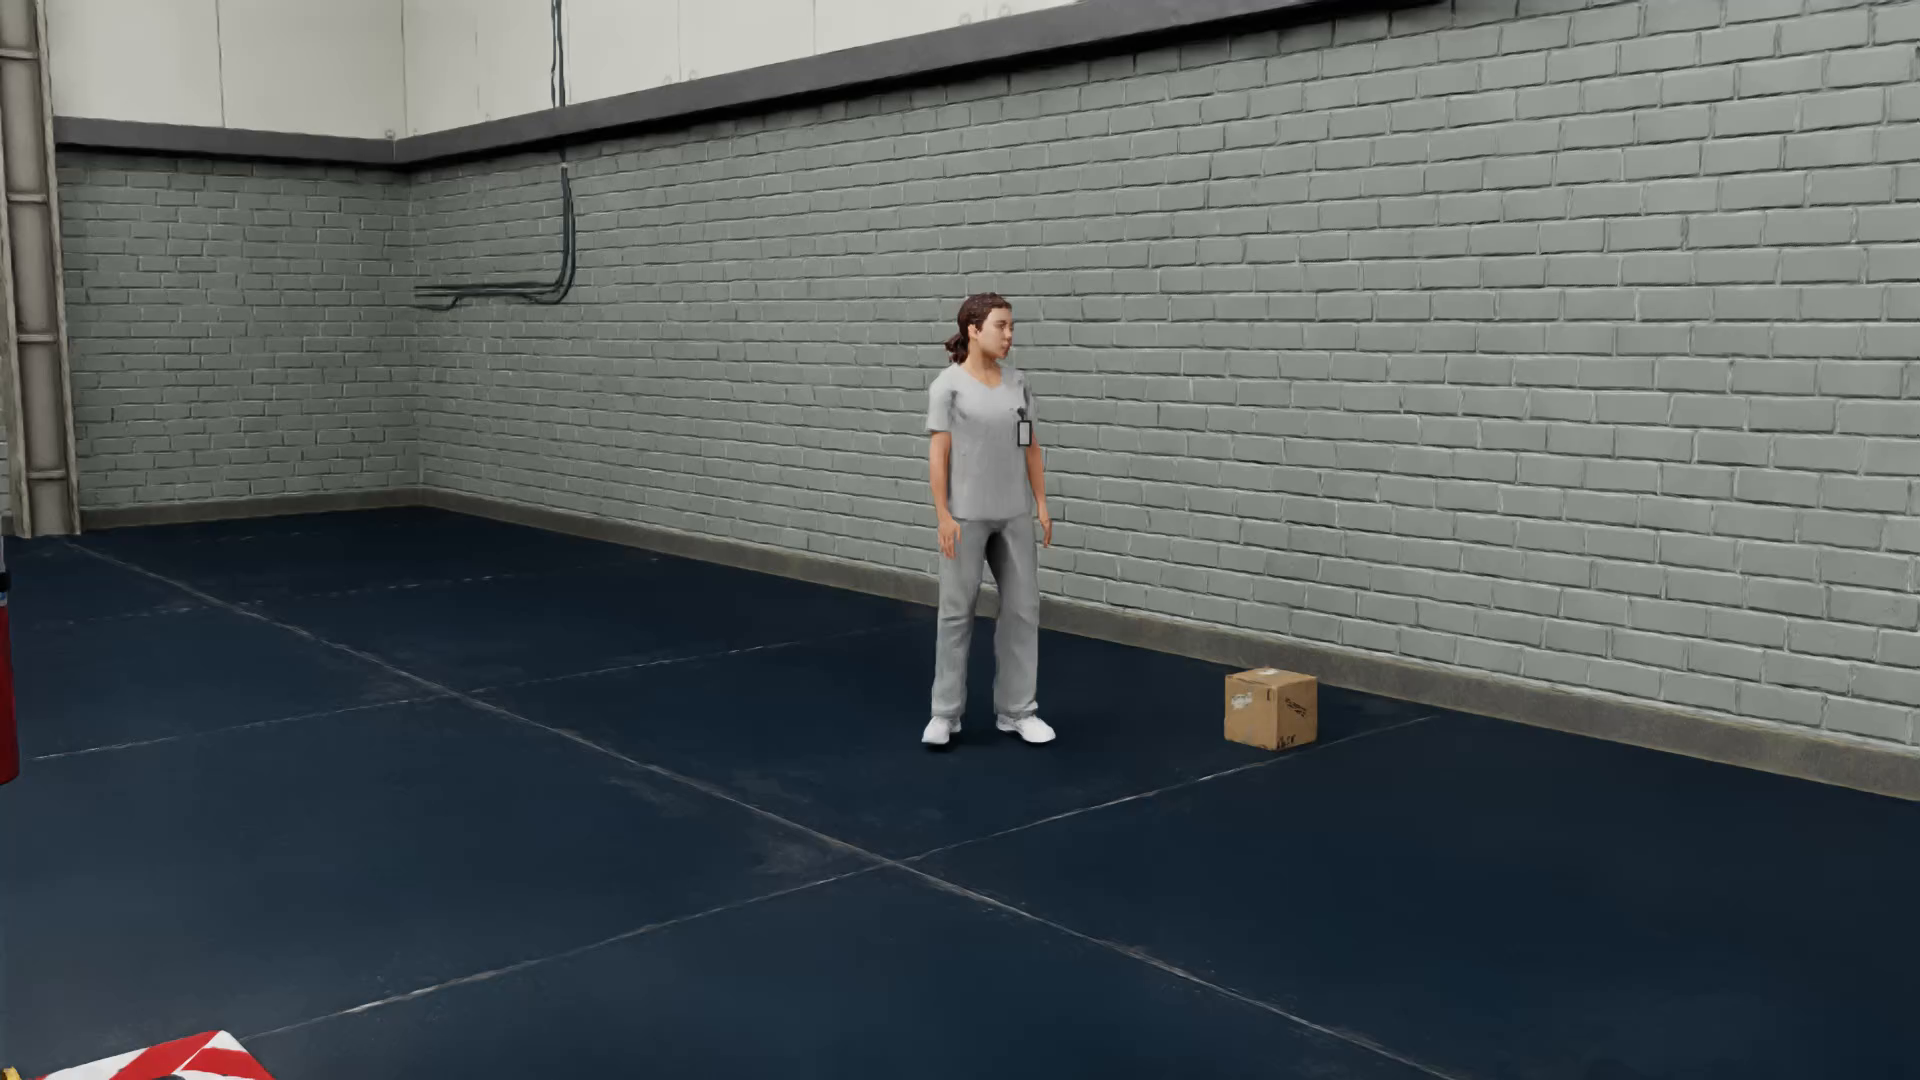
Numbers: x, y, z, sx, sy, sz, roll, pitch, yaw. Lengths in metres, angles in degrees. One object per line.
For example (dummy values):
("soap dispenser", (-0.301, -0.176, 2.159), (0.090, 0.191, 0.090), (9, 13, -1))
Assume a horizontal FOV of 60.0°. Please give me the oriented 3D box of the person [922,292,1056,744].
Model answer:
("person", (0.096, -0.077, 6.219), (0.540, 1.681, 0.366), (-3, 8, -23))
